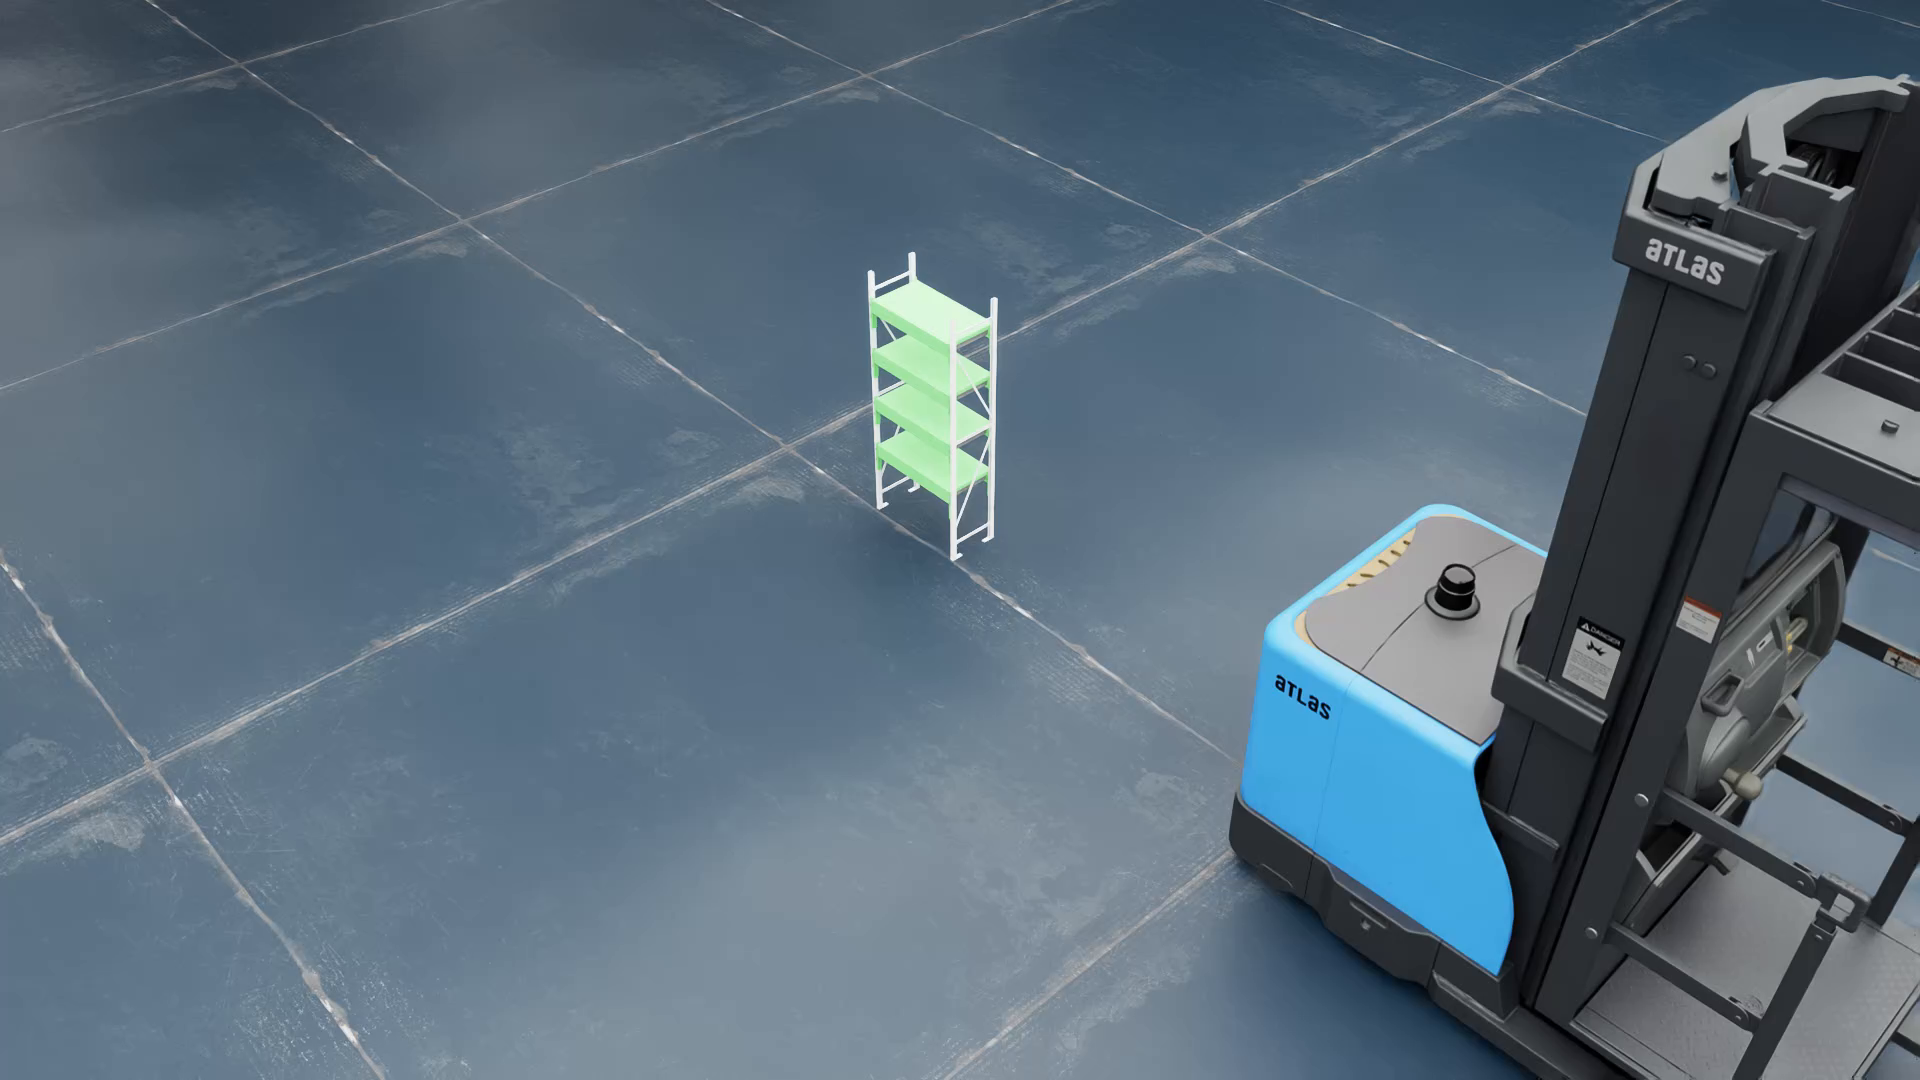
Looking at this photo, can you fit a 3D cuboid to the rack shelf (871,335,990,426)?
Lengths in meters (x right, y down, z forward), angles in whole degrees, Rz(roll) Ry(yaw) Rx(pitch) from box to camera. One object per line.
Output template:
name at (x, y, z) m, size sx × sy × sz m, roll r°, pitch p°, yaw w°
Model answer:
rack shelf at (-0.112, -0.680, 6.857) m, size 0.258 × 0.148 × 0.480 m, roll -30°, pitch 48°, yaw -32°

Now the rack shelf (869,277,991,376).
rack shelf at (-0.112, -0.867, 6.706) m, size 0.258 × 0.148 × 0.480 m, roll -30°, pitch 48°, yaw -32°

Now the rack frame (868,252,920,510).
rack frame at (-0.277, -0.656, 7.108) m, size 0.240 × 1.200 × 0.015 m, roll -30°, pitch 48°, yaw -32°

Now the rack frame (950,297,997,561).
rack frame at (0.053, -0.430, 6.828) m, size 0.240 × 1.200 × 0.015 m, roll -30°, pitch 48°, yaw -32°

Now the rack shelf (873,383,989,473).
rack shelf at (-0.112, -0.494, 7.008) m, size 0.258 × 0.148 × 0.480 m, roll -30°, pitch 48°, yaw -32°

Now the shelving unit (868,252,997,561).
shelving unit at (-0.112, -0.543, 6.968) m, size 0.258 × 1.200 × 0.503 m, roll -30°, pitch 48°, yaw -32°

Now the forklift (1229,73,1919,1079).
forklift at (2.328, 0.422, 4.395) m, size 1.130 × 2.935 × 3.031 m, roll -31°, pitch 48°, yaw -33°

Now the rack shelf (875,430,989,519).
rack shelf at (-0.112, -0.307, 7.159) m, size 0.258 × 0.148 × 0.480 m, roll -30°, pitch 48°, yaw -32°
